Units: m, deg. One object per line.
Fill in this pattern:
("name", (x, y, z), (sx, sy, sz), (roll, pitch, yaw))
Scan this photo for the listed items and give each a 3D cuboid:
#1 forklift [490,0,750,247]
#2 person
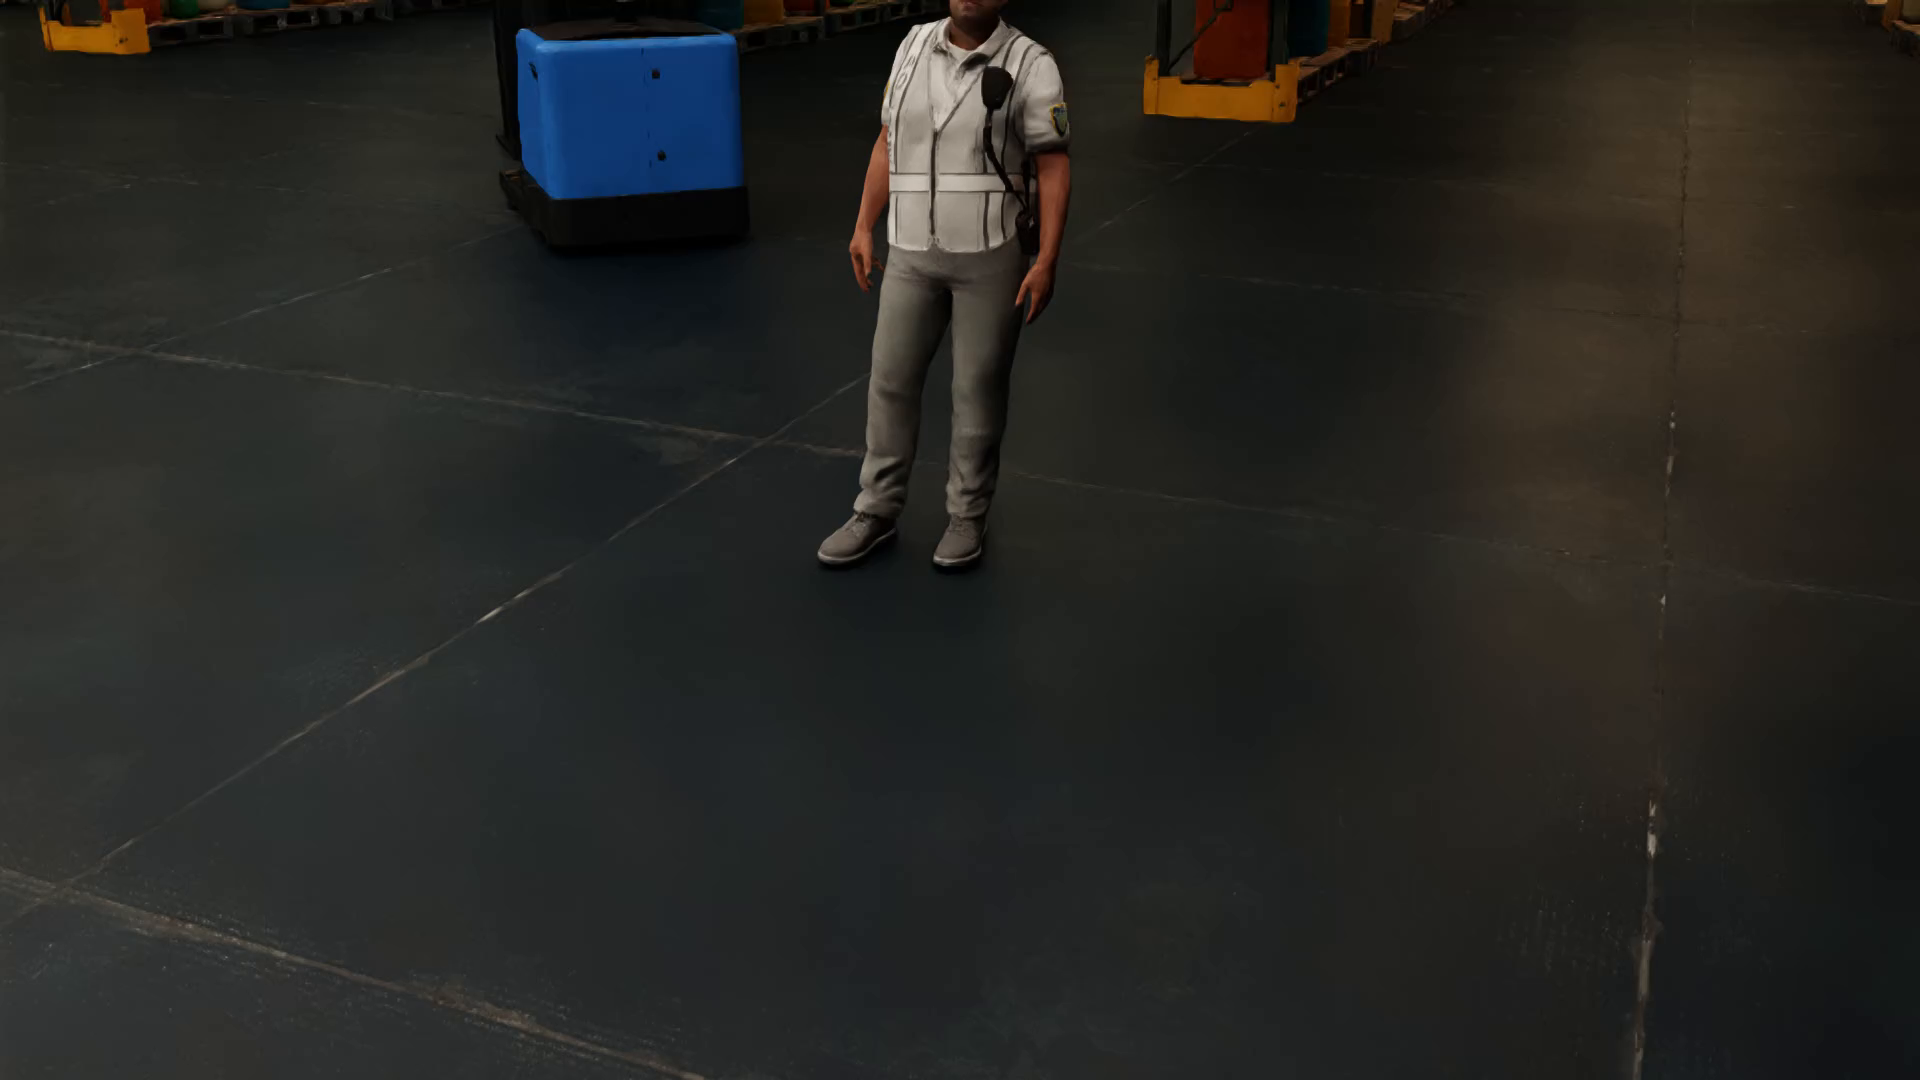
("forklift", (-2.131, -3.393, 9.410), (1.130, 2.935, 3.031), (-9, 24, -20))
("person", (-0.041, -0.804, 4.684), (0.640, 1.781, 0.574), (9, 24, 21))
